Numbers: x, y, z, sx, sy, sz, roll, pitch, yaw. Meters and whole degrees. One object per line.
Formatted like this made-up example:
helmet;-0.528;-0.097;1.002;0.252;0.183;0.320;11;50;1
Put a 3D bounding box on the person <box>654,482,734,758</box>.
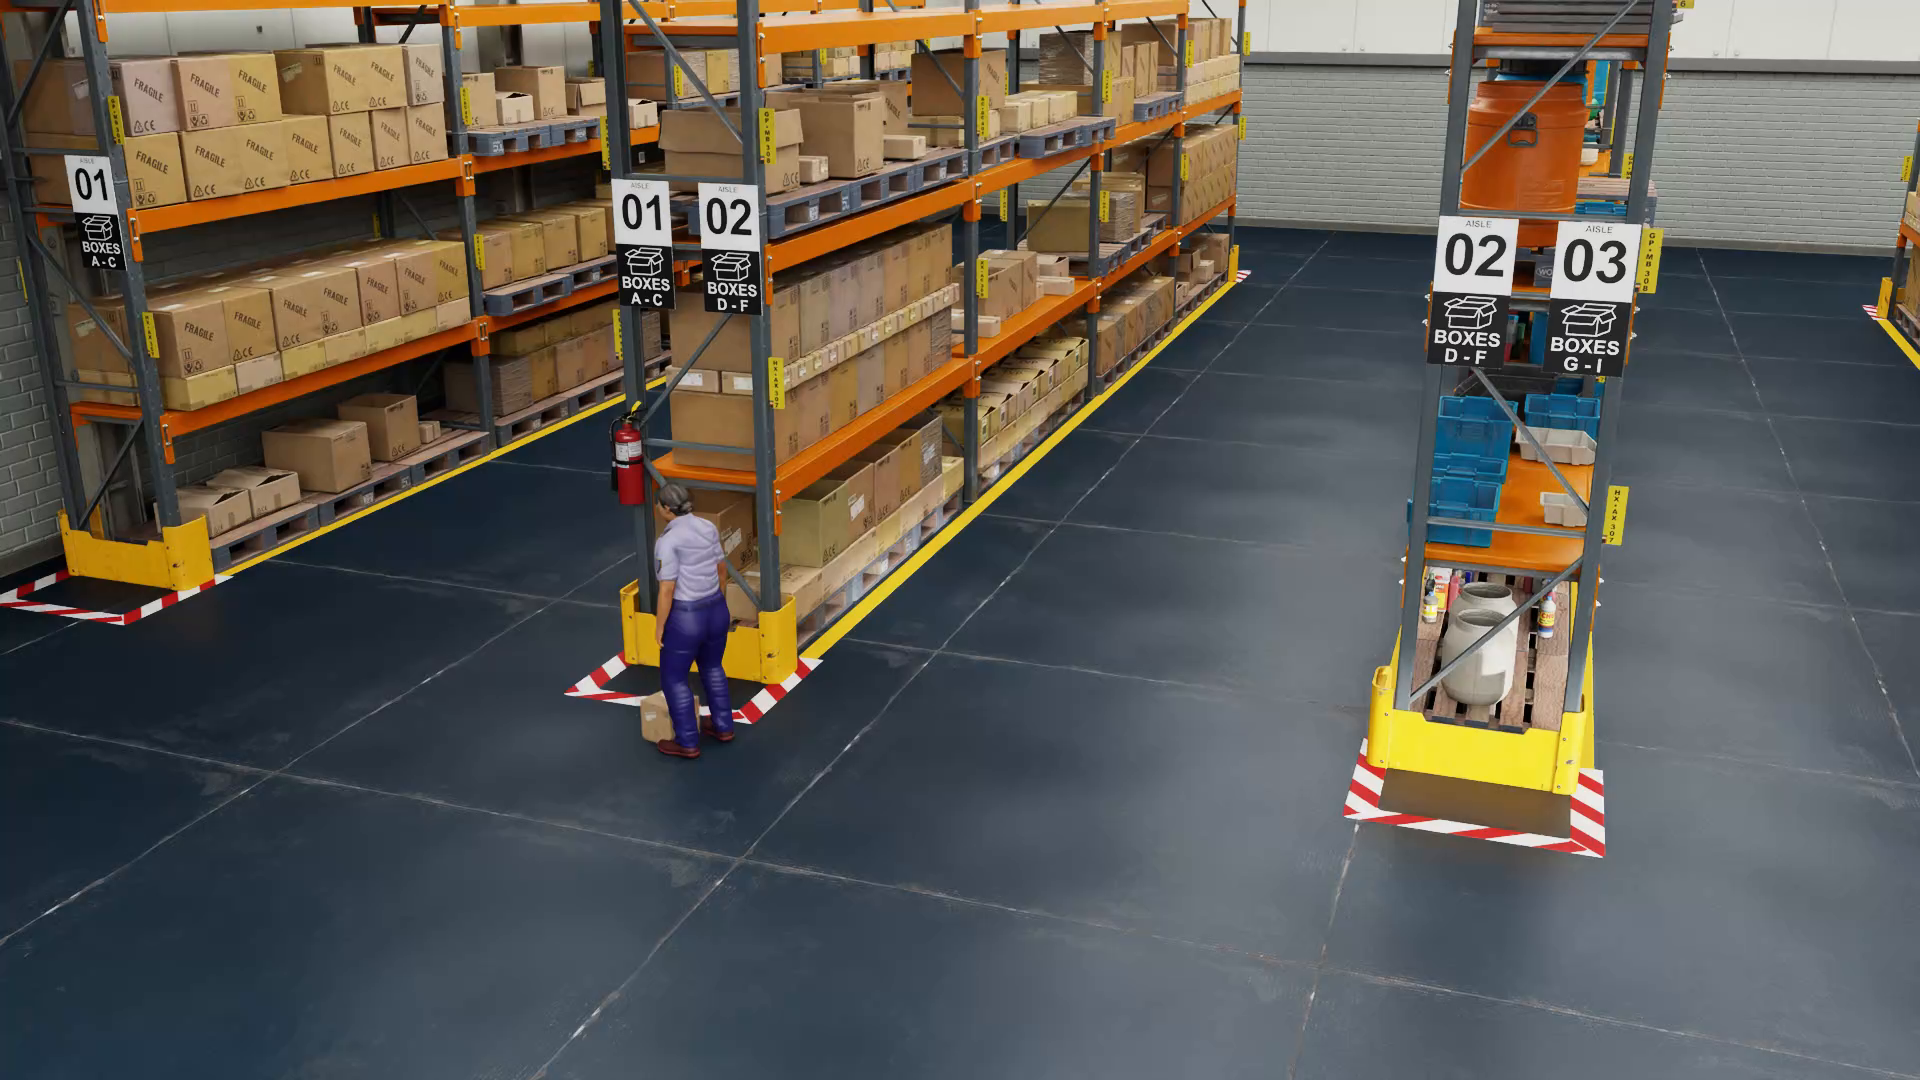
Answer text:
person;-1.567;0.458;9.730;0.370;1.651;0.543;14;23;35
